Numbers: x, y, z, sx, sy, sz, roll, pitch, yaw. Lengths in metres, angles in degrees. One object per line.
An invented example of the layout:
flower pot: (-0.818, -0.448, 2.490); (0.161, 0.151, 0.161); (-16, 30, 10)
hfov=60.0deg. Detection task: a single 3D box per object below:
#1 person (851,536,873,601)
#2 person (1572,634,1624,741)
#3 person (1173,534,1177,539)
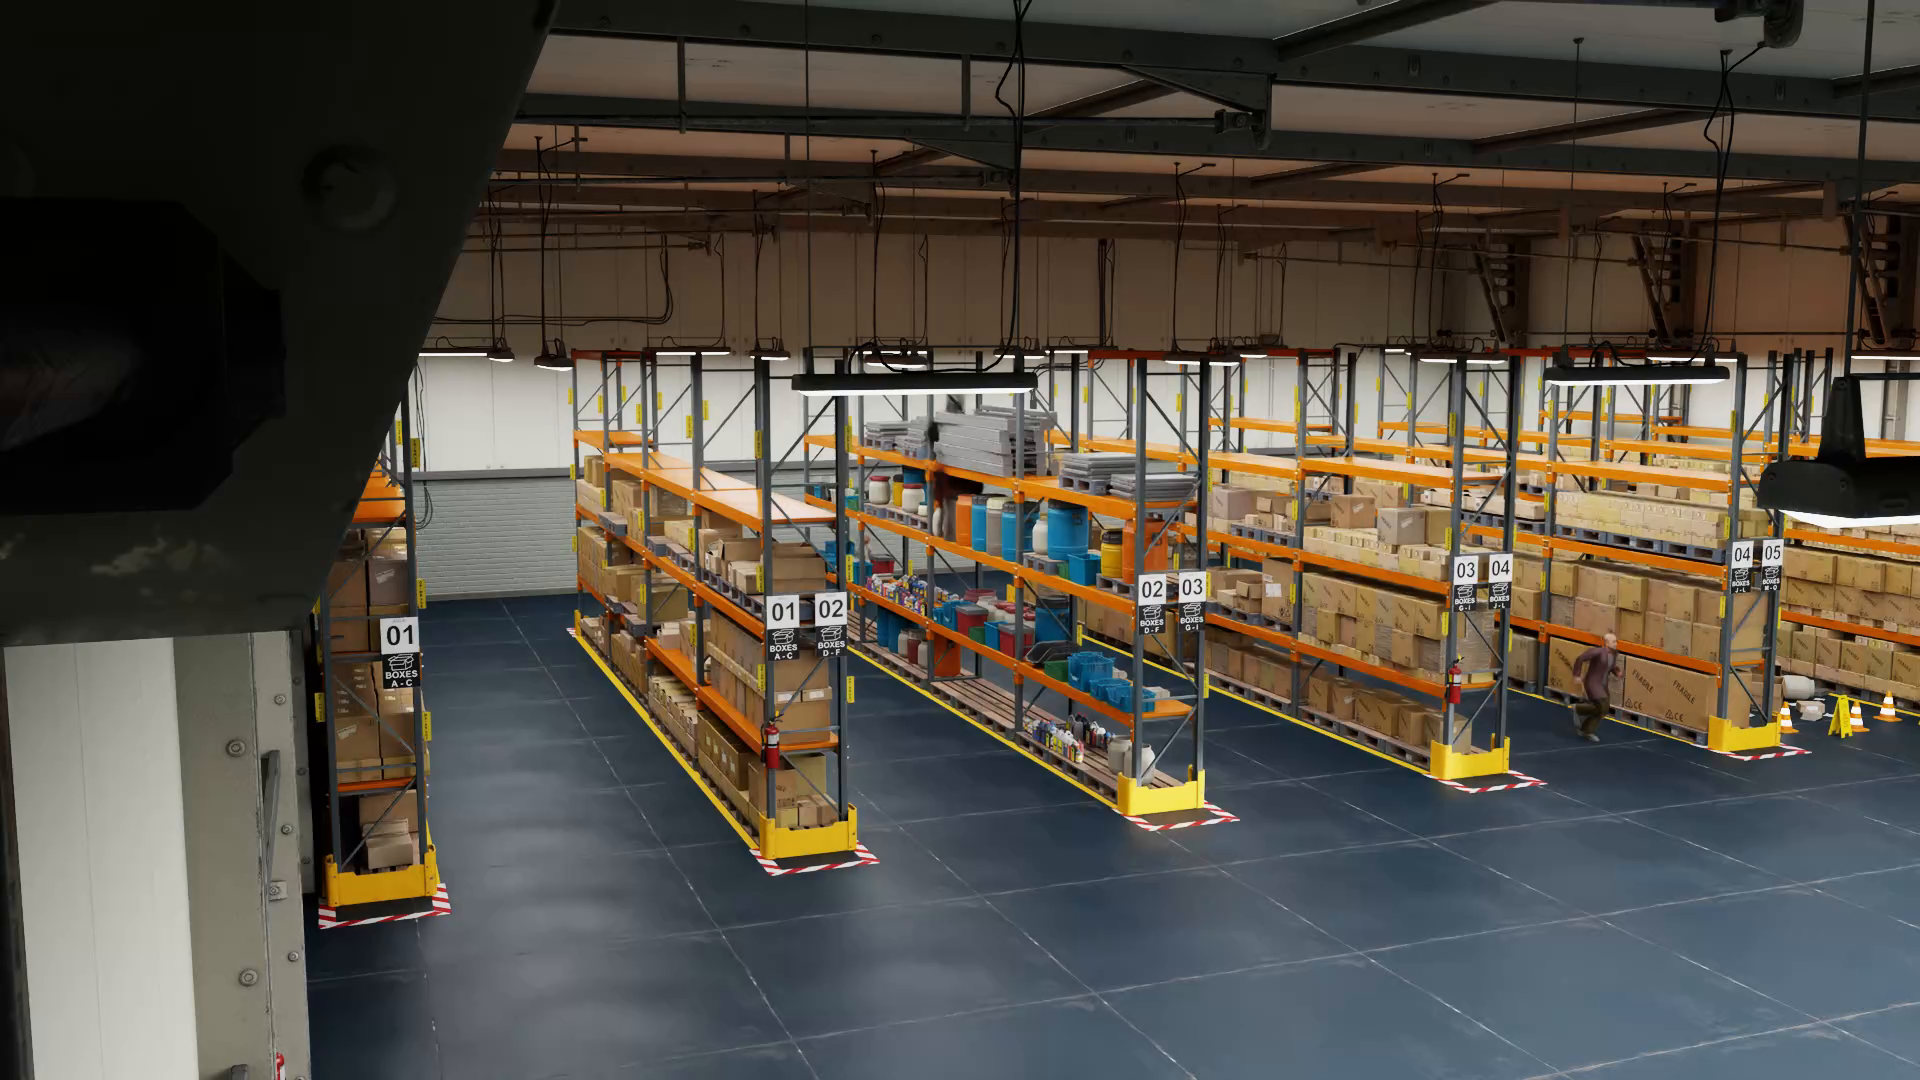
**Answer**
person: (-2.264, 0.678, 39.238); (0.696, 1.561, 0.553); (-2, 7, -12)
person: (9.947, 2.284, 25.918); (0.697, 1.706, 0.779); (-6, 9, -38)
person: (5.082, 0.631, 39.032); (0.580, 1.537, 0.622); (-1, 7, -7)
